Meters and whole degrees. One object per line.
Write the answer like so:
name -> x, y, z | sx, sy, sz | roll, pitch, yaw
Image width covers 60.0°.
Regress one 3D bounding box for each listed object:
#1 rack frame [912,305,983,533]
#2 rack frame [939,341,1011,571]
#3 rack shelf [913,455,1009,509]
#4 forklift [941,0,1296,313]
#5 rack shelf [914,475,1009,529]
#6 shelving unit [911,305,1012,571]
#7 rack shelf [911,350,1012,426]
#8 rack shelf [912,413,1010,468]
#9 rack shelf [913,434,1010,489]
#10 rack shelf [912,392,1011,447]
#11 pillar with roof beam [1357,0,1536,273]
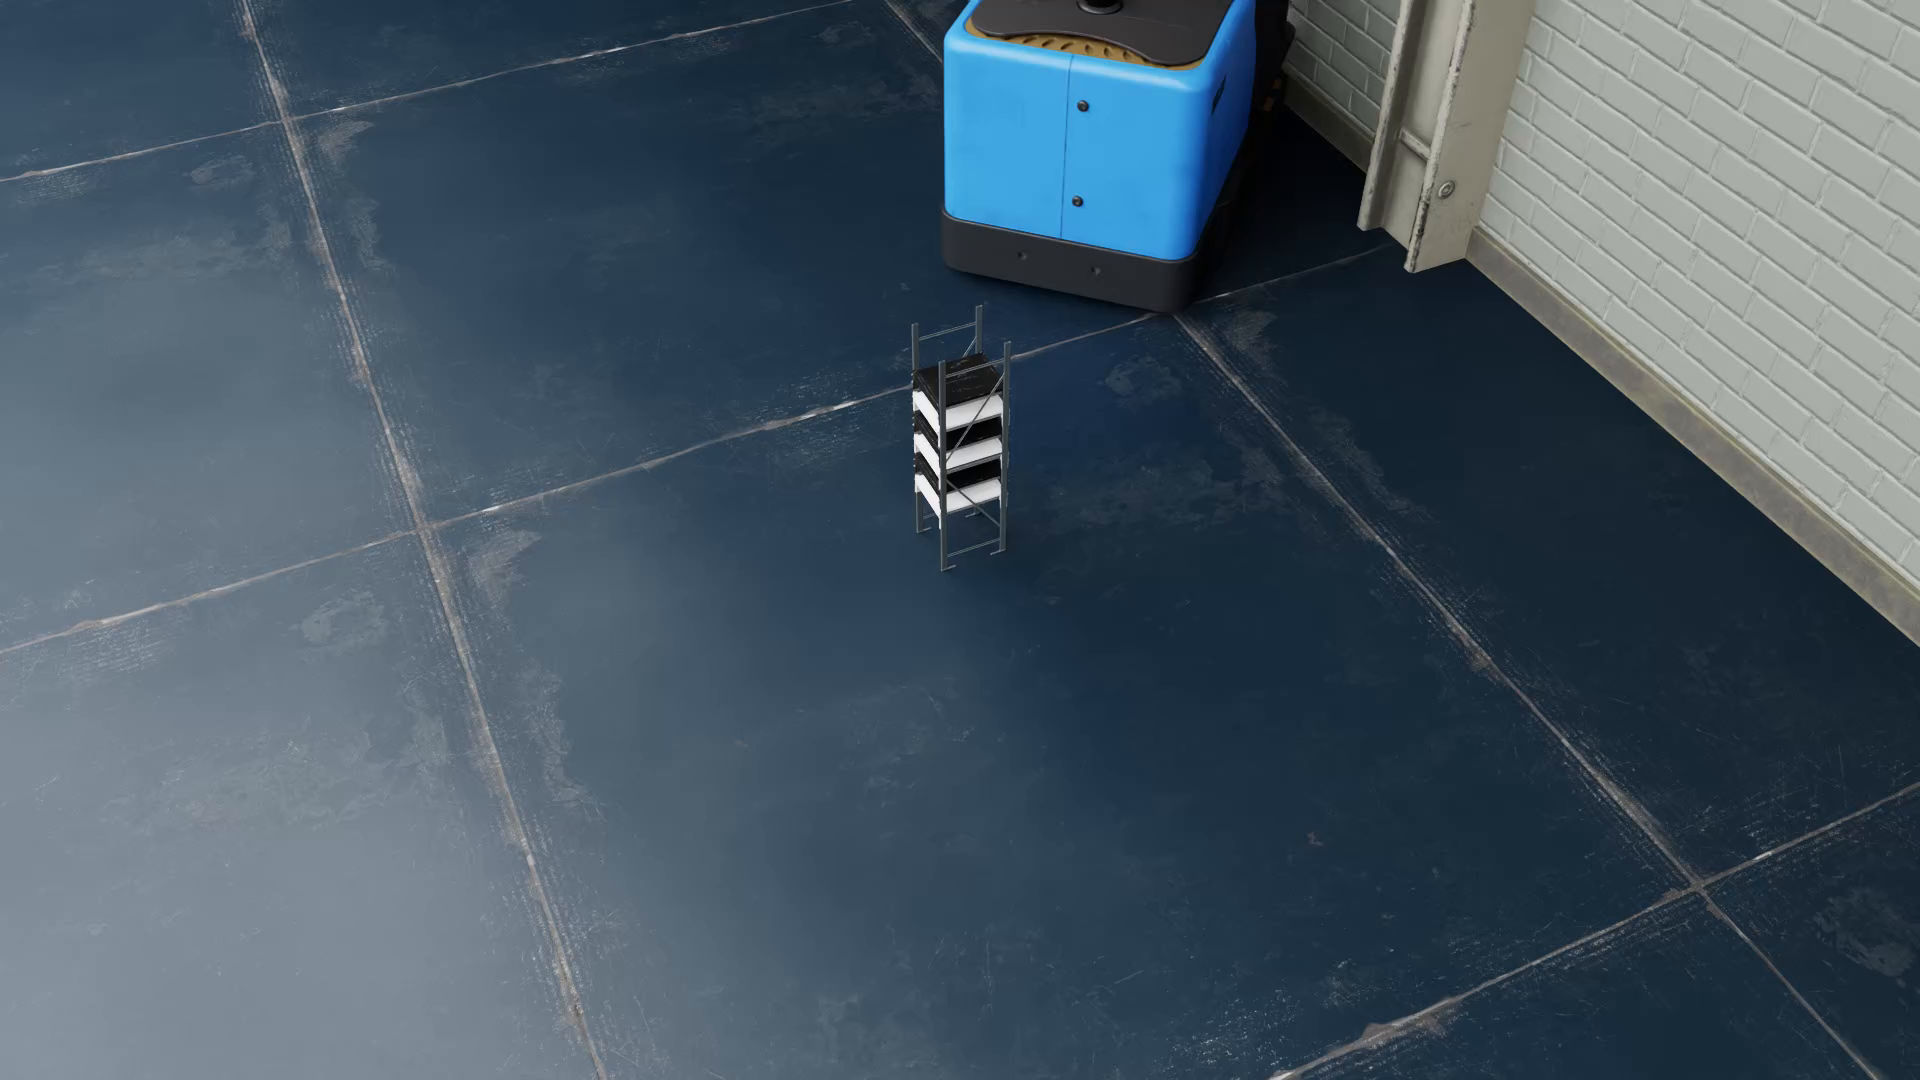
rack frame -> -0.039, -0.380, 5.494 | 0.240, 0.900, 0.006 | -18, 47, -17
rack frame -> 0.046, -0.250, 5.363 | 0.240, 0.900, 0.006 | -18, 47, -17
rack shelf -> 0.003, -0.227, 5.515 | 0.258, 0.077, 0.200 | -18, 47, -17
forklift -> 0.892, -2.992, 6.695 | 1.130, 2.935, 3.031 | 14, 46, 14
rack shelf -> 0.003, -0.163, 5.579 | 0.258, 0.077, 0.200 | -18, 47, -17
shelving unit -> 0.003, -0.315, 5.429 | 0.258, 0.900, 0.210 | -18, 47, -17
rack shelf -> 0.003, -0.484, 5.262 | 0.258, 0.077, 0.200 | -18, 47, -17
rack shelf -> 0.003, -0.355, 5.389 | 0.258, 0.077, 0.200 | -18, 47, -17
rack shelf -> 0.003, -0.291, 5.452 | 0.258, 0.077, 0.200 | -18, 47, -17
rack shelf -> 0.003, -0.420, 5.326 | 0.258, 0.077, 0.200 | -18, 47, -17
pillar with roof beam -> -1.988, -3.203, 2.589 | 9.100, 9.000, 0.400 | -18, 47, -17
